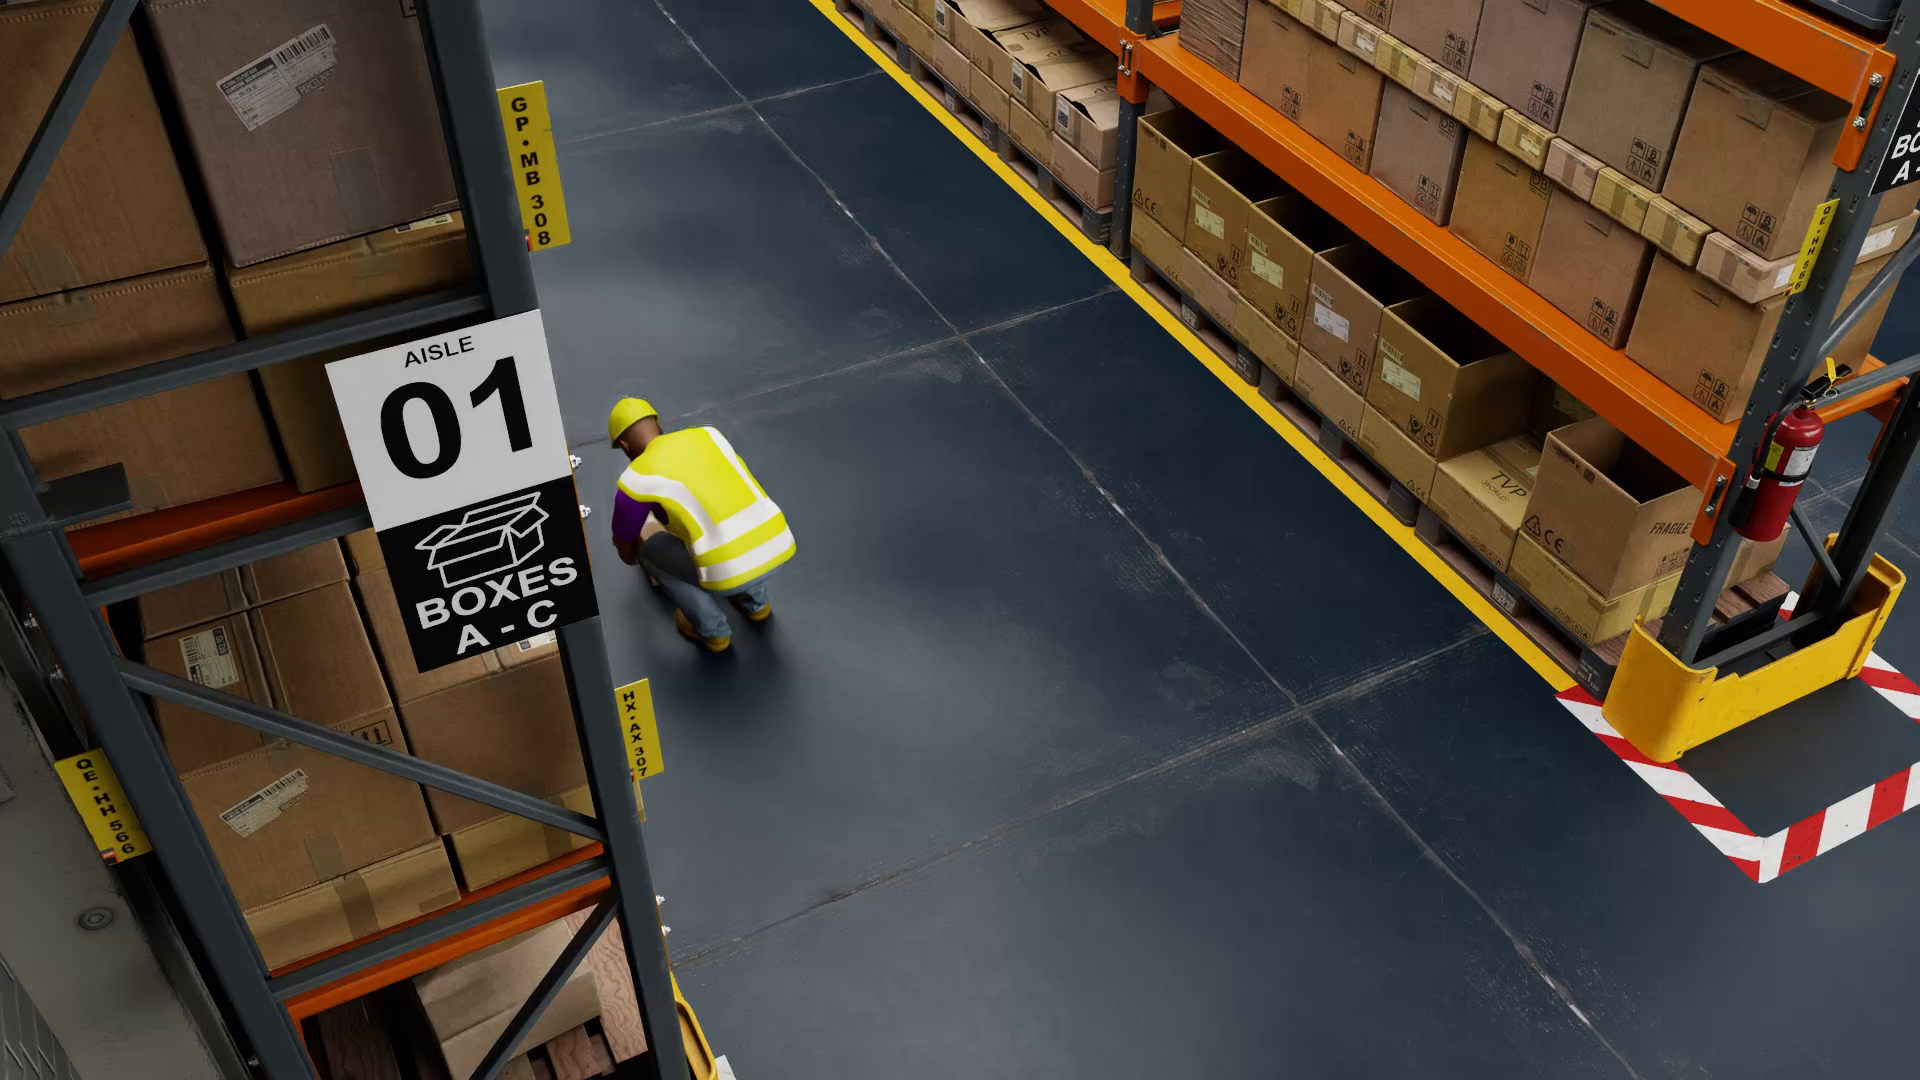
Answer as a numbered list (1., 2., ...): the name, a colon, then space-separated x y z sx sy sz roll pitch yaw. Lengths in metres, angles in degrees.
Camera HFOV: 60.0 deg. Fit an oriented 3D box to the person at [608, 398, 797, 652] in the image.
1. person: -1.097 -0.055 6.849 0.567 0.926 0.897 -29 49 -29
